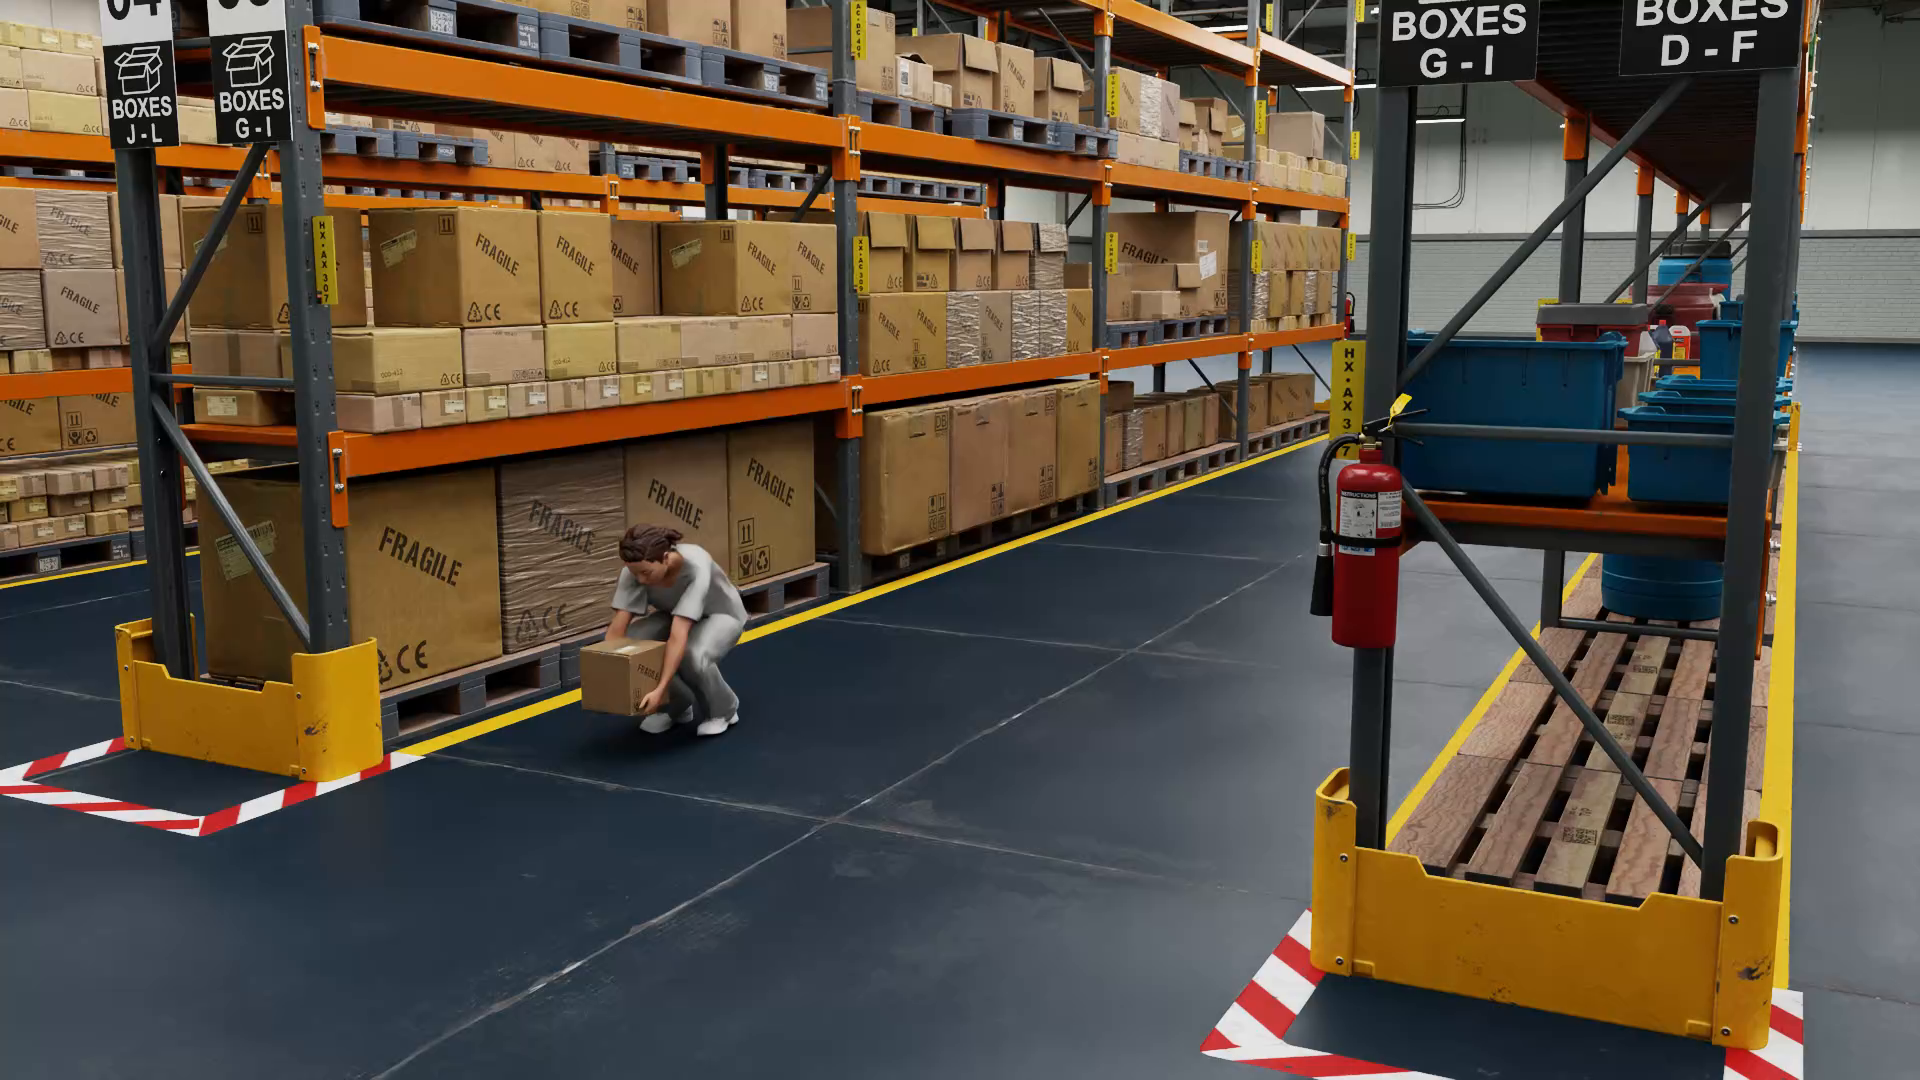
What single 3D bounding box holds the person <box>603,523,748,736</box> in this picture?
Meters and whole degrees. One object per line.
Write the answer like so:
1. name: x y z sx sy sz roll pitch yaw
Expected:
1. person: -1.197 0.360 6.954 0.454 0.948 0.820 4 10 25
